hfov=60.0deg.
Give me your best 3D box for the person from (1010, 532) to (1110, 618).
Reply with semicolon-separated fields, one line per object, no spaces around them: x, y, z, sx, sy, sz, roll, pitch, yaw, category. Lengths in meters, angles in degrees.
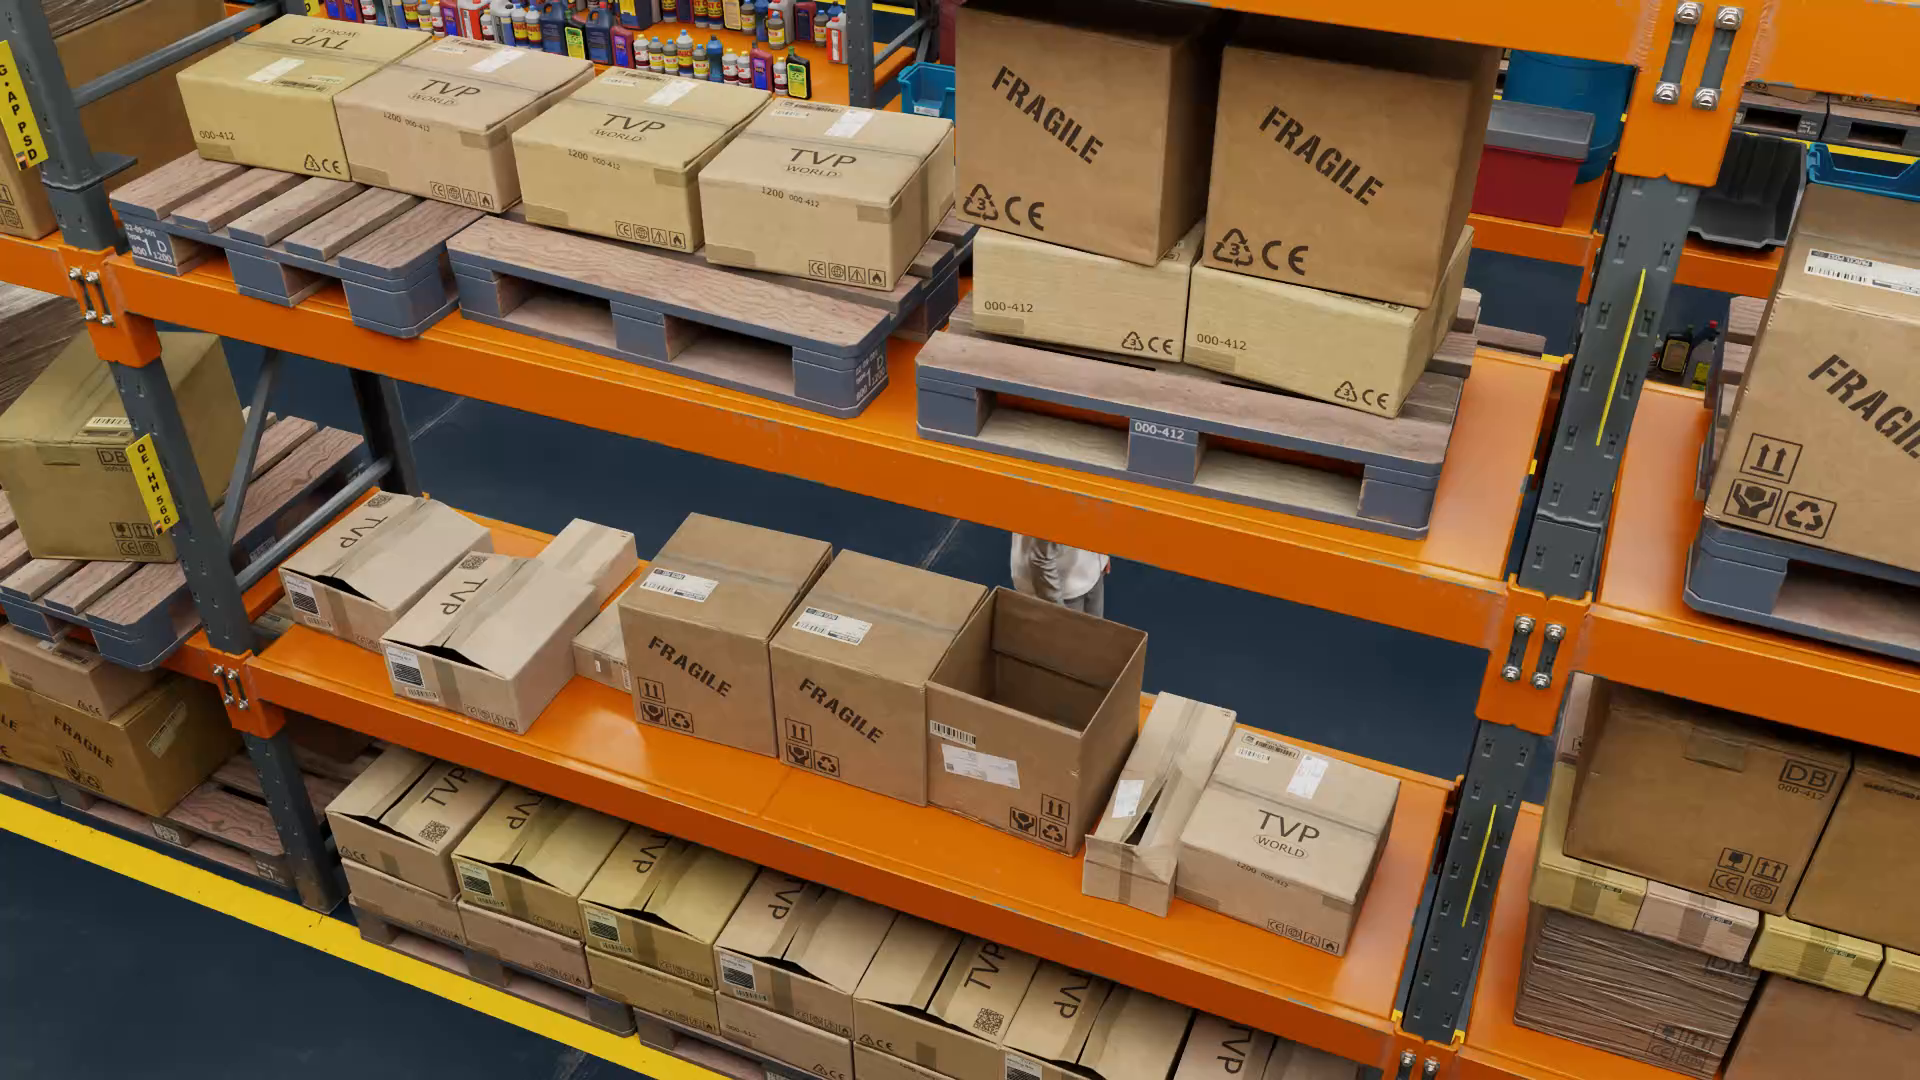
0.438;0.140;6.613;0.460;1.772;0.581;14;40;18;person
